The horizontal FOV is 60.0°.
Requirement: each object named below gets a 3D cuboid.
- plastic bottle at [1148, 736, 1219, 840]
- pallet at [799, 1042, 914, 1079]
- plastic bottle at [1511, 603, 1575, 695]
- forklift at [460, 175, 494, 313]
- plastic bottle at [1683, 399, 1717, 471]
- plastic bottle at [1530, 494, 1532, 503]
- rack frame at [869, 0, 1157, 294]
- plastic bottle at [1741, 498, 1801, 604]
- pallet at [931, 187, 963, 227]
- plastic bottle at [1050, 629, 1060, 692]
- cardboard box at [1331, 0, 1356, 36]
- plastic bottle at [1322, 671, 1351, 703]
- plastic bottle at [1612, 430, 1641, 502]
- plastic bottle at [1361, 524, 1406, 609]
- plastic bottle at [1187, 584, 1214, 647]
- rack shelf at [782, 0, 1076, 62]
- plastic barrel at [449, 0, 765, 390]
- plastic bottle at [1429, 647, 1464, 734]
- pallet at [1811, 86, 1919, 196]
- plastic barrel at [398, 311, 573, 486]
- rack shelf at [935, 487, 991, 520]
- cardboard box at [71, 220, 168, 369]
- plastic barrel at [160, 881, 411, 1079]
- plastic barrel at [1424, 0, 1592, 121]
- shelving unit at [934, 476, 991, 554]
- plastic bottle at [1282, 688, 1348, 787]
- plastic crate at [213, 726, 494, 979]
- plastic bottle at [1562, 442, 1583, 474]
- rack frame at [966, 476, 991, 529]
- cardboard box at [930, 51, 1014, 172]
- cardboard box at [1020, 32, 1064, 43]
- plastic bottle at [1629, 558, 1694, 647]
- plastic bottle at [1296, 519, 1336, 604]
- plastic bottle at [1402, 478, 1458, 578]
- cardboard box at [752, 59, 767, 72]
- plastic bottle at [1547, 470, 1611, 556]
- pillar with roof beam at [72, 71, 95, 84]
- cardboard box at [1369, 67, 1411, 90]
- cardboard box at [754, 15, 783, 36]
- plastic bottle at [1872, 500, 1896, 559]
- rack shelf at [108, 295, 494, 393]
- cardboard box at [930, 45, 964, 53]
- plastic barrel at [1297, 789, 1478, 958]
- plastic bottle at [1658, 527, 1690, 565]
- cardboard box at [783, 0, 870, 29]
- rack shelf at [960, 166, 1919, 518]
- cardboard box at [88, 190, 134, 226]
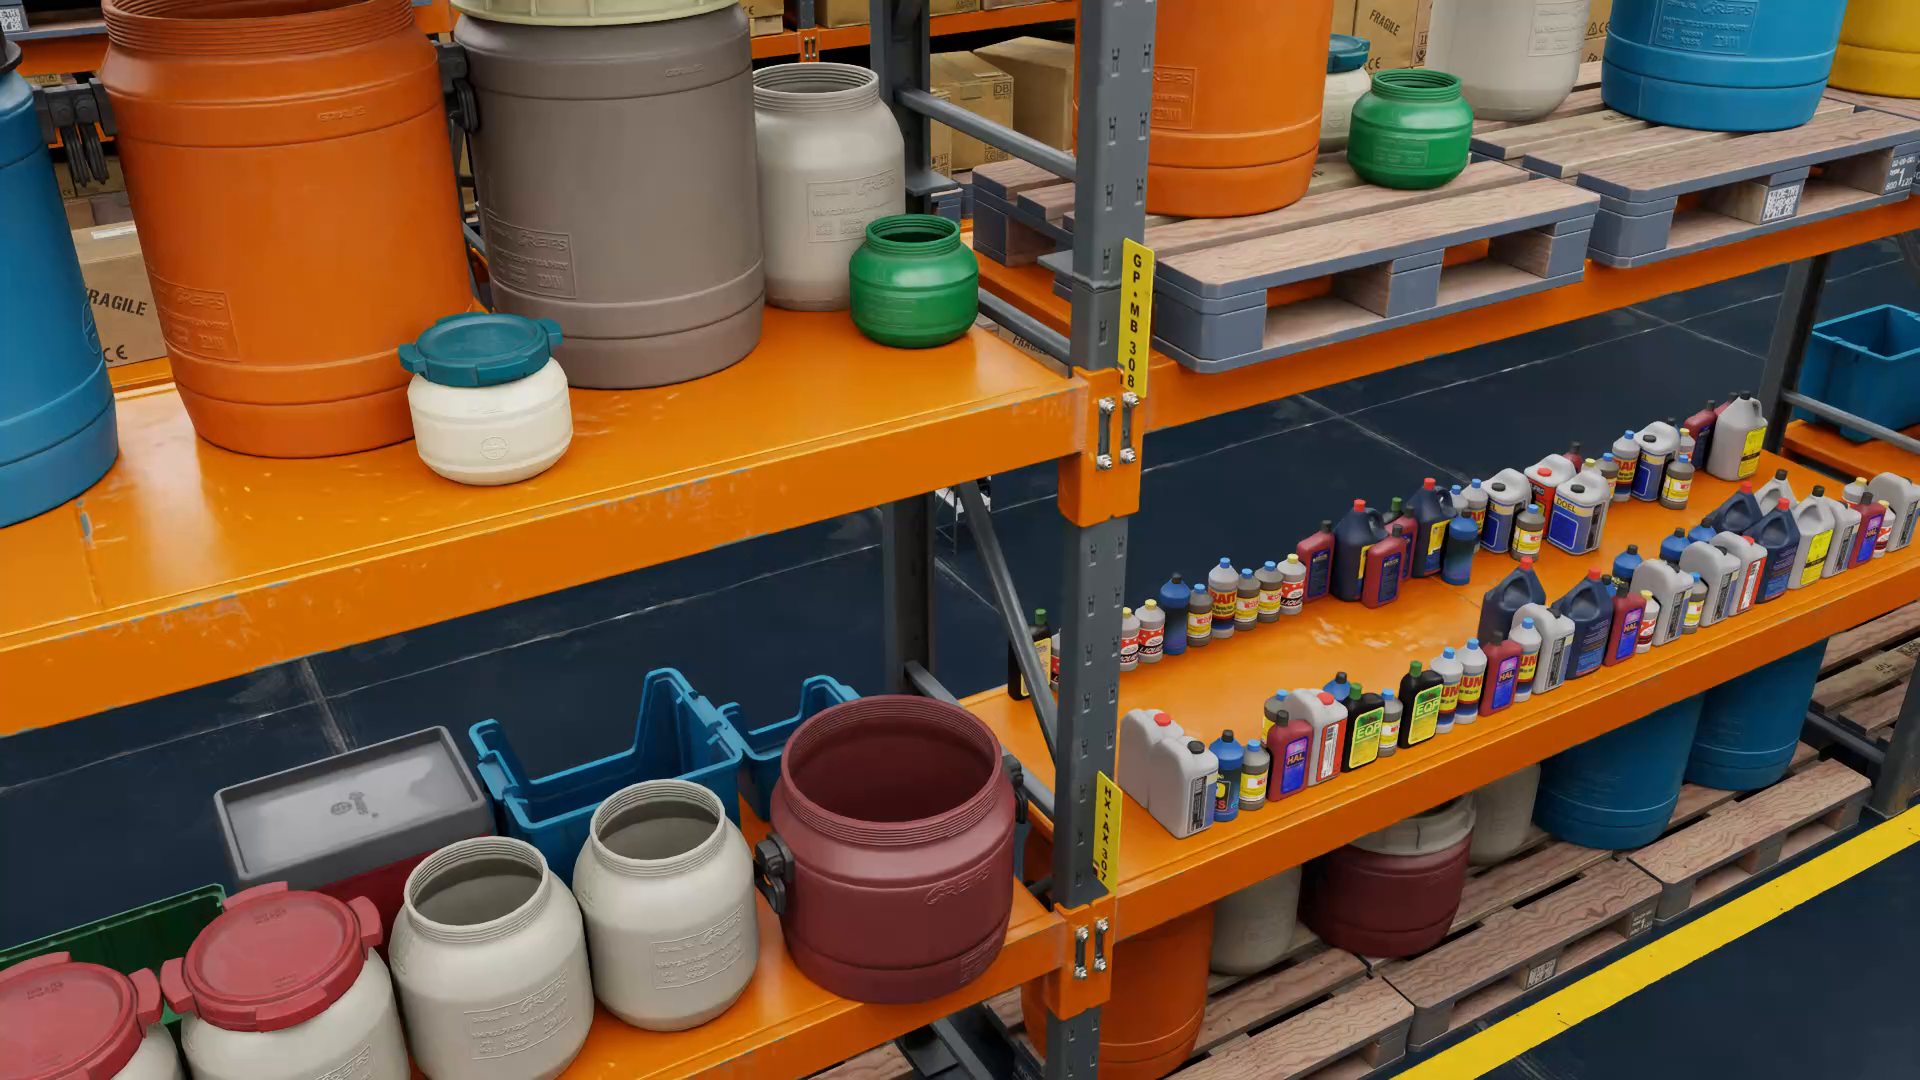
[{"bbox_3d":[0.619,0.660,4.579,0.135,0.276,0.152,-16,33,-26],"label":"plastic bottle"},{"bbox_3d":[-0.605,1.971,4.960,1.213,0.211,1.003,-16,33,-26],"label":"pallet"},{"bbox_3d":[1.815,0.320,5.194,0.135,0.276,0.152,-16,33,-26],"label":"plastic bottle"},{"bbox_3d":[-2.868,-2.525,10.291,3.031,2.935,1.130,2,29,3],"label":"forklift"},{"bbox_3d":[2.884,-0.407,6.503,0.133,0.283,0.061,-16,33,-26],"label":"plastic bottle"},{"bbox_3d":[2.027,-0.117,6.064,0.097,0.201,0.097,0,29,0],"label":"plastic bottle"},{"bbox_3d":[0.082,-2.050,3.151,0.127,3.000,1.000,-16,33,-26],"label":"rack frame"},{"bbox_3d":[2.745,0.026,5.650,0.185,0.351,0.144,-16,33,-26],"label":"plastic bottle"},{"bbox_3d":[-0.750,-1.882,9.254,1.213,0.211,1.003,-16,33,-26],"label":"pallet"},{"bbox_3d":[0.324,0.366,5.187,0.097,0.201,0.097,0,29,0],"label":"plastic bottle"},{"bbox_3d":[2.018,-3.073,10.076,0.500,0.500,0.500,-17,33,-28],"label":"cardboard box"},{"bbox_3d":[1.101,0.506,4.862,0.097,0.271,0.097,0,29,0],"label":"plastic bottle"},{"bbox_3d":[2.510,-0.285,6.295,0.097,0.271,0.097,0,29,0],"label":"plastic bottle"},{"bbox_3d":[1.433,0.086,5.610,0.133,0.283,0.061,-16,33,-26],"label":"plastic bottle"},{"bbox_3d":[0.774,0.238,5.419,0.097,0.201,0.097,0,29,0],"label":"plastic bottle"},{"bbox_3d":[0.236,-4.704,14.914,4.000,0.370,1.077,-16,33,-26],"label":"rack shelf"},{"bbox_3d":[-0.736,-0.845,3.554,0.600,0.901,0.600,0,29,0],"label":"plastic barrel"},{"bbox_3d":[1.446,0.442,4.977,0.097,0.271,0.097,0,29,0],"label":"plastic bottle"},{"bbox_3d":[2.905,-1.400,5.274,1.003,0.211,1.213,-16,33,-26],"label":"pallet"},{"bbox_3d":[-0.896,-0.268,3.169,0.301,0.262,0.301,0,29,0],"label":"plastic barrel"},{"bbox_3d":[0.007,-0.209,8.639,0.200,0.077,0.258,-16,33,-26],"label":"rack shelf"},{"bbox_3d":[-3.862,-1.114,7.561,0.500,0.500,0.500,-18,34,-29],"label":"cardboard box"},{"bbox_3d":[-1.425,1.068,3.570,0.433,0.535,0.433,0,29,0],"label":"plastic barrel"},{"bbox_3d":[1.534,-1.477,4.642,0.433,0.535,0.433,0,29,0],"label":"plastic barrel"},{"bbox_3d":[0.007,-0.396,8.536,0.210,0.900,0.258,-16,33,-26],"label":"shelving unit"},{"bbox_3d":[1.018,0.546,4.784,0.135,0.276,0.152,-16,33,-26],"label":"plastic bottle"},{"bbox_3d":[-1.466,0.817,4.099,0.583,0.464,0.402,-16,33,-26],"label":"plastic crate"},{"bbox_3d":[2.233,-0.222,6.168,0.133,0.283,0.061,-16,33,-26],"label":"plastic bottle"},{"bbox_3d":[0.095,-0.421,8.581,0.006,0.900,0.240,-16,33,-26],"label":"rack frame"},{"bbox_3d":[-0.058,-2.477,9.596,0.500,0.500,0.700,-11,31,-19],"label":"cardboard box"},{"bbox_3d":[0.762,-4.598,15.458,0.250,0.149,0.380,-16,32,-26],"label":"cardboard box"},{"bbox_3d":[2.289,0.186,5.438,0.135,0.276,0.152,-16,33,-26],"label":"plastic bottle"},{"bbox_3d":[1.200,0.071,5.637,0.133,0.283,0.061,-16,33,-26],"label":"plastic bottle"},{"bbox_3d":[1.633,-0.058,5.801,0.185,0.351,0.144,-16,33,-26],"label":"plastic bottle"},{"bbox_3d":[-1.983,-3.559,13.885,0.750,0.750,0.750,-15,32,-26],"label":"cardboard box"},{"bbox_3d":[2.218,-0.104,5.962,0.135,0.276,0.152,-16,33,-26],"label":"plastic bottle"},{"bbox_3d":[-4.315,-4.426,7.456,0.400,9.000,9.100,-16,33,-26],"label":"pillar with roof beam"},{"bbox_3d":[2.475,-2.770,10.561,0.500,0.500,0.500,-16,33,-27],"label":"cardboard box"},{"bbox_3d":[-1.636,-4.228,13.545,0.250,0.149,0.380,-16,32,-26],"label":"cardboard box"},{"bbox_3d":[3.269,-0.045,5.932,0.097,0.201,0.097,0,29,0],"label":"plastic bottle"},{"bbox_3d":[-4.148,-0.683,7.628,4.000,0.370,1.077,-16,33,-26],"label":"rack shelf"},{"bbox_3d":[-0.119,-4.347,15.003,0.250,0.149,0.380,-15,32,-26],"label":"cardboard box"},{"bbox_3d":[1.469,1.045,5.813,0.708,0.588,0.600,-16,33,-26],"label":"plastic barrel"},{"bbox_3d":[2.410,0.083,5.628,0.097,0.271,0.097,0,29,0],"label":"plastic bottle"},{"bbox_3d":[-1.012,-4.787,14.009,0.700,0.700,0.980,-15,32,-26],"label":"cardboard box"},{"bbox_3d":[1.807,-0.911,4.937,4.000,0.370,1.077,-16,33,-26],"label":"rack shelf"},{"bbox_3d":[-6.034,-2.373,12.077,0.500,0.500,0.700,-16,33,-26],"label":"cardboard box"}]
